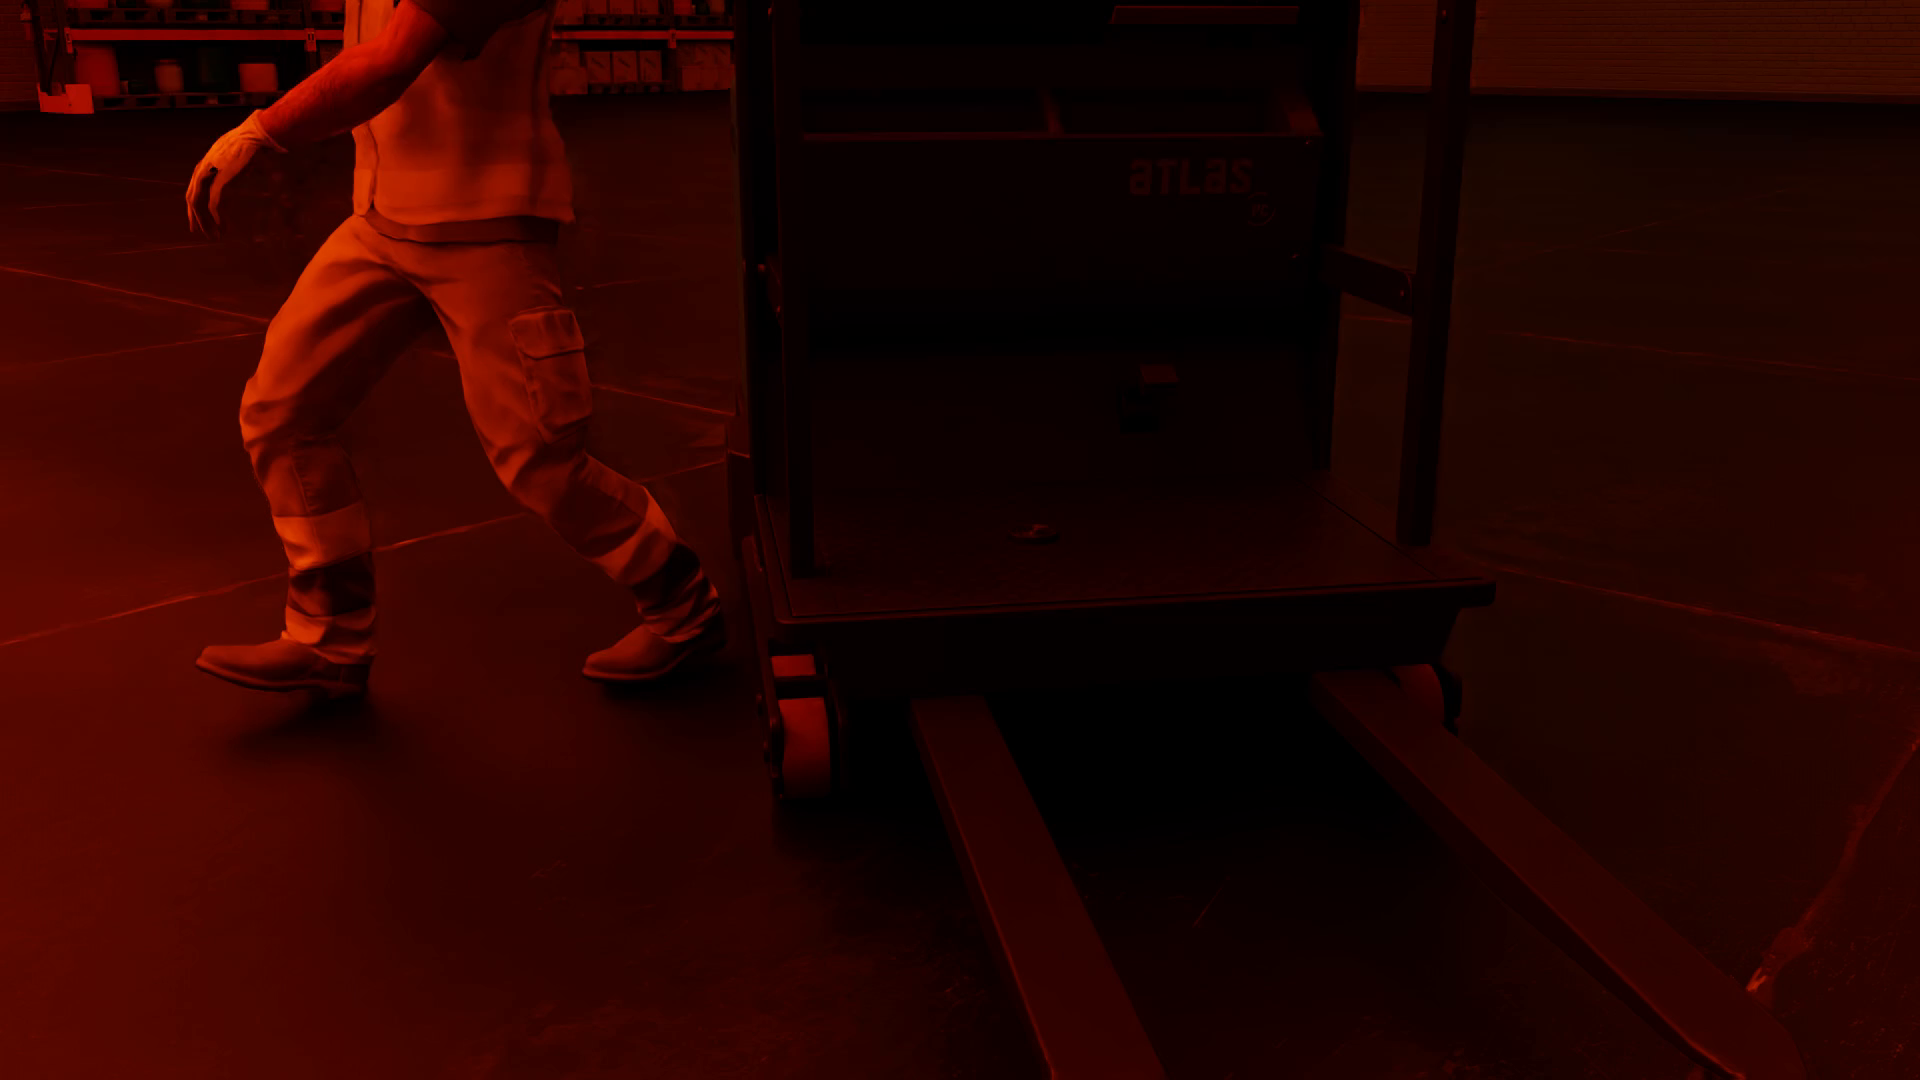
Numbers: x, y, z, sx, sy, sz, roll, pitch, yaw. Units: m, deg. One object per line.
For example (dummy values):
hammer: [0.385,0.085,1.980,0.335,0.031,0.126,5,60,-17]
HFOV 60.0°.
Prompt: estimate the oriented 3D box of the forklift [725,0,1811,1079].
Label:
forklift: [0.200,-1.106,2.541,1.130,2.935,3.031,-3,17,-9]

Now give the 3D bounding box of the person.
person: [-0.906,-0.535,2.820,0.833,1.706,0.699,-16,23,-42]
